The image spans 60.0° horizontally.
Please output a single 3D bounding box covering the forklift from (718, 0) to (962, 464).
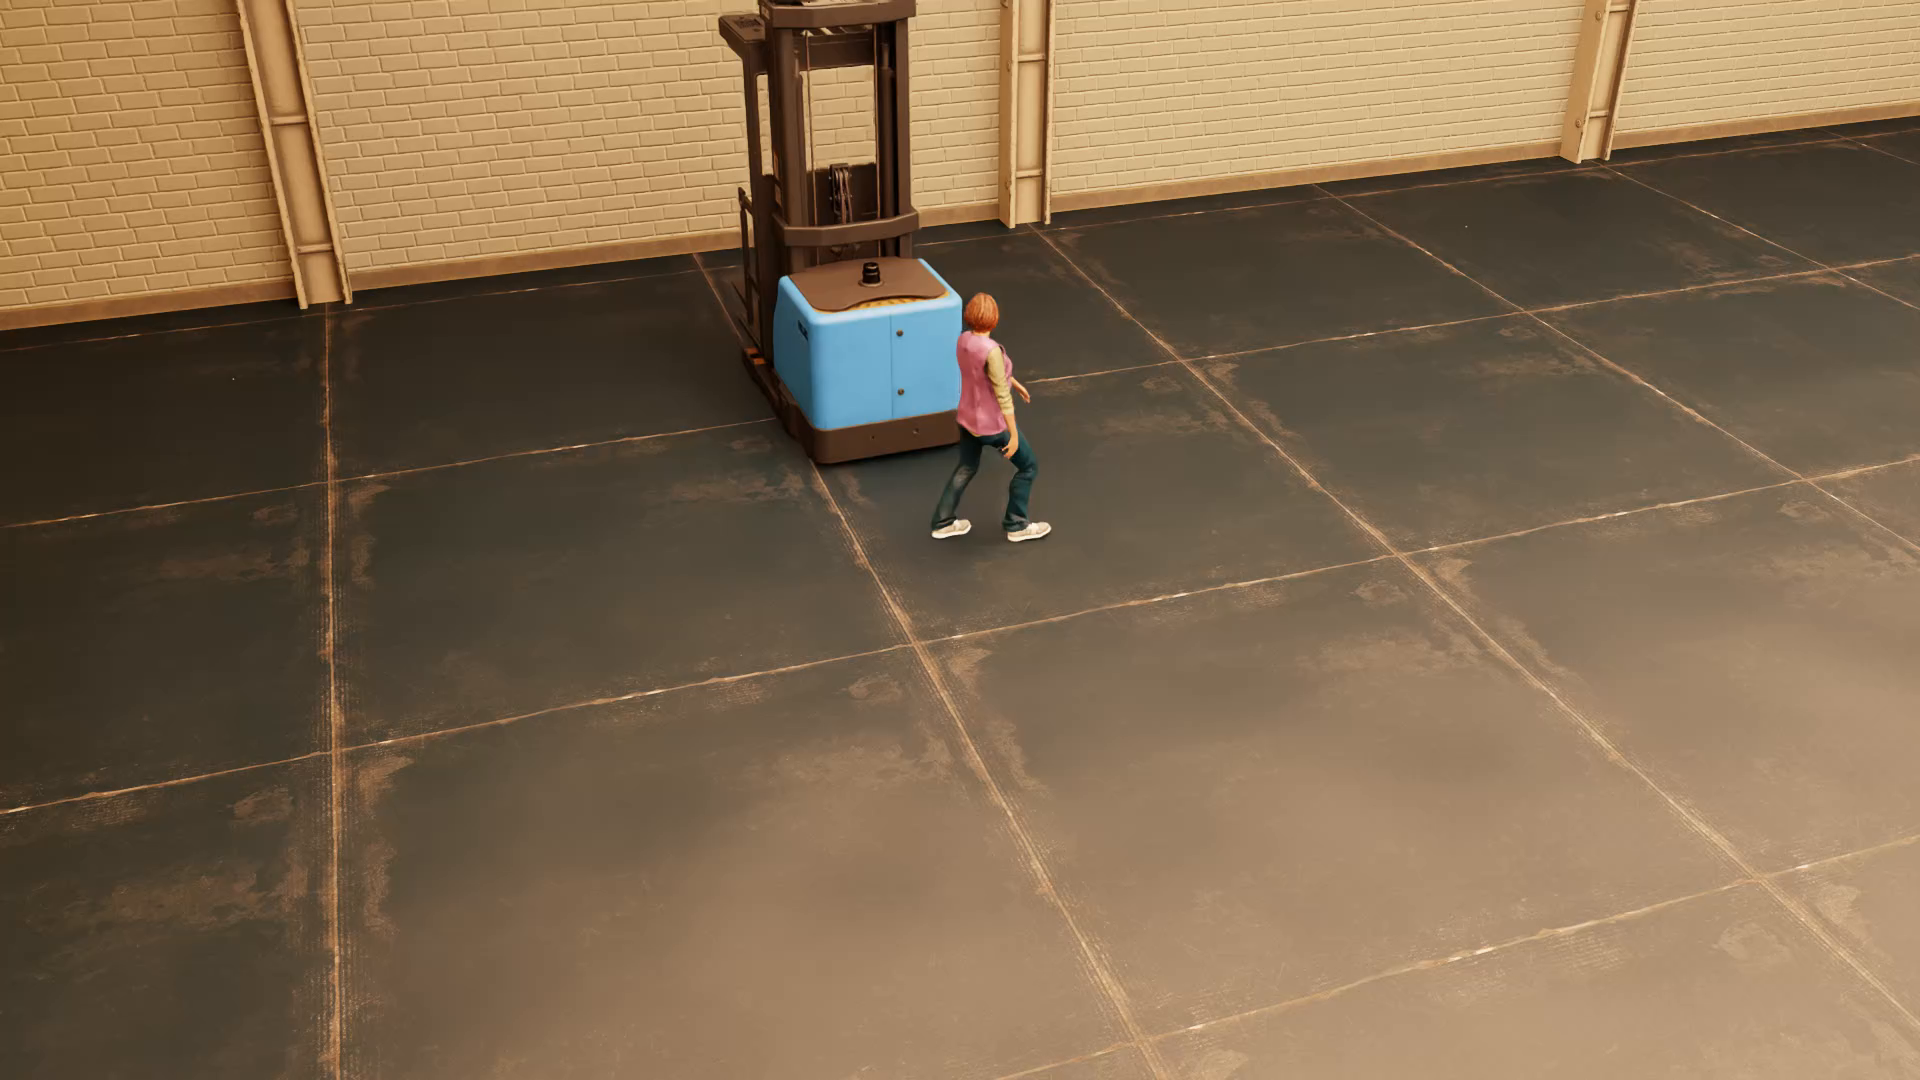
[{"bbox_3d":[-0.957,-2.484,11.404,1.130,2.935,3.031,-10,32,-18],"label":"forklift"}]

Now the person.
[{"bbox_3d":[0.197,-0.692,9.696,0.686,1.536,0.536,-21,36,-32],"label":"person"}]
